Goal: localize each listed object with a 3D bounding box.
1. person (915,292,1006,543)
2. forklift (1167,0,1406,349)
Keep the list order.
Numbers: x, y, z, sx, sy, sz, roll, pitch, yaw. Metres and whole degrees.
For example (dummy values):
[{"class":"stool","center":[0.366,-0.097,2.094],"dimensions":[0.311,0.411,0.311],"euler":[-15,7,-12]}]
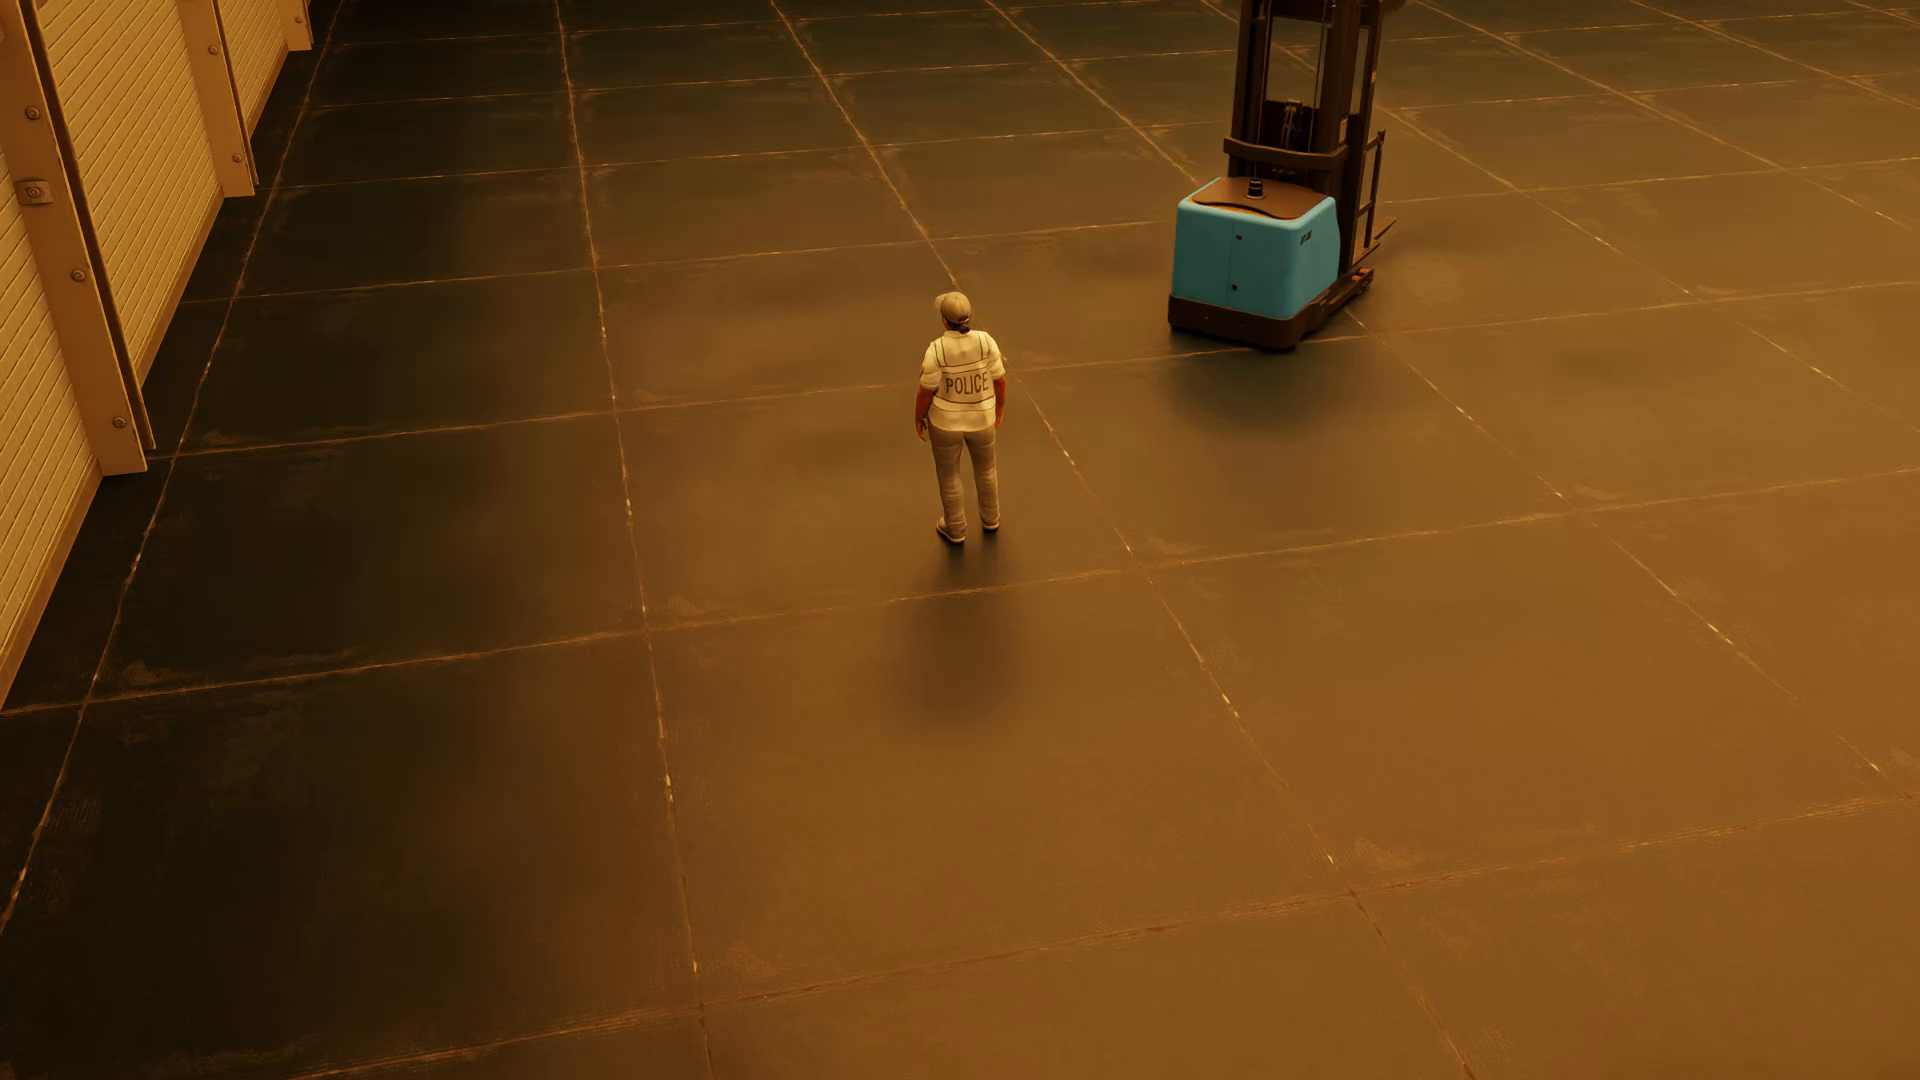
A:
[{"class":"person","center":[0.004,-0.767,10.148],"dimensions":[0.598,1.670,0.529],"euler":[-7,31,-12]},{"class":"forklift","center":[2.882,-3.455,13.542],"dimensions":[1.130,2.935,3.031],"euler":[17,34,27]}]
